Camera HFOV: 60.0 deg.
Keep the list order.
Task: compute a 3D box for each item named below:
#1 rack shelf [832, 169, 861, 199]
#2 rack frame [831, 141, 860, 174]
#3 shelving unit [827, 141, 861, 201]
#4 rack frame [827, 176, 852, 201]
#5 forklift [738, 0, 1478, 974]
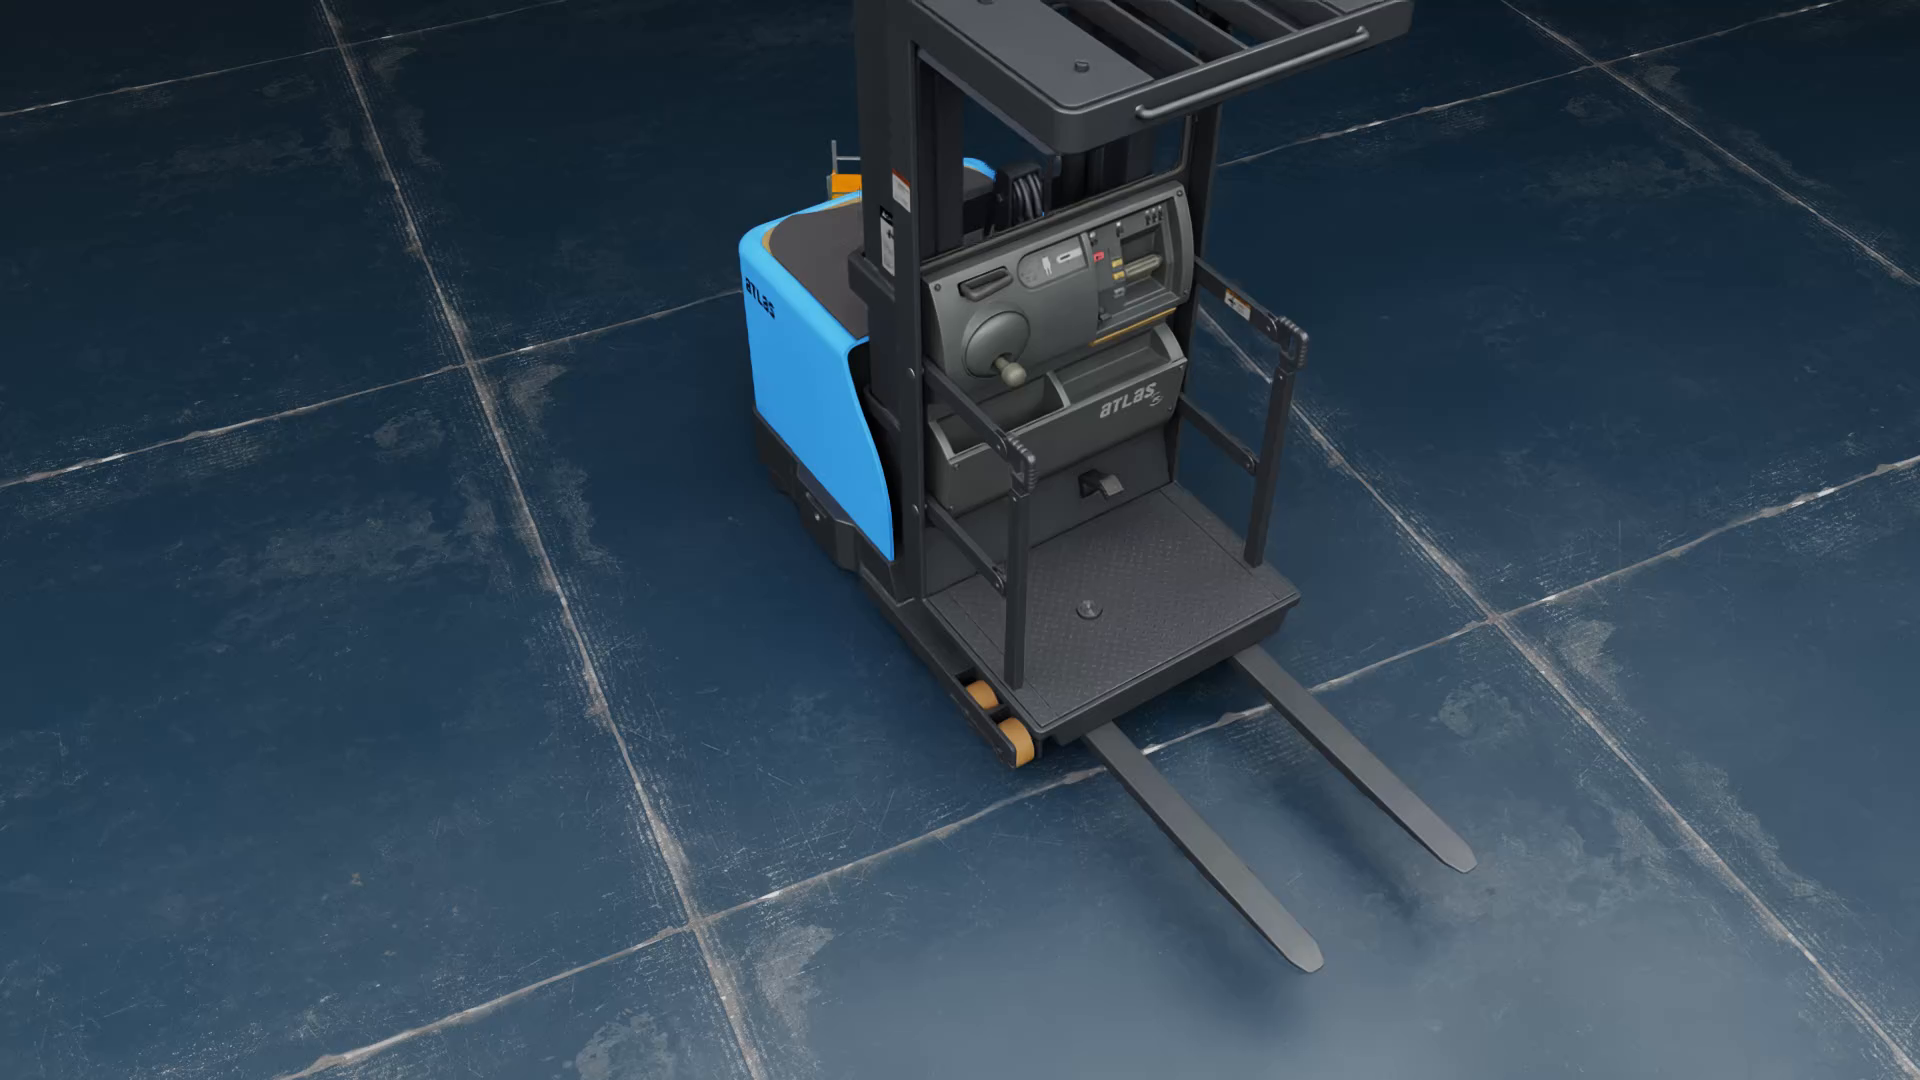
[{"bbox_3d":[-0.388,-1.241,6.371,0.215,0.259,0.240,1,45,1],"label":"rack shelf"},{"bbox_3d":[-0.386,-1.133,6.650,0.200,1.050,0.008,1,45,1],"label":"rack frame"},{"bbox_3d":[-0.388,-1.047,6.563,0.215,1.050,0.252,1,45,1],"label":"shelving unit"},{"bbox_3d":[-0.390,-0.961,6.477,0.200,1.050,0.008,1,45,1],"label":"rack frame"},{"bbox_3d":[0.435,-0.677,4.849,1.130,2.935,3.031,-25,50,-23],"label":"forklift"}]
